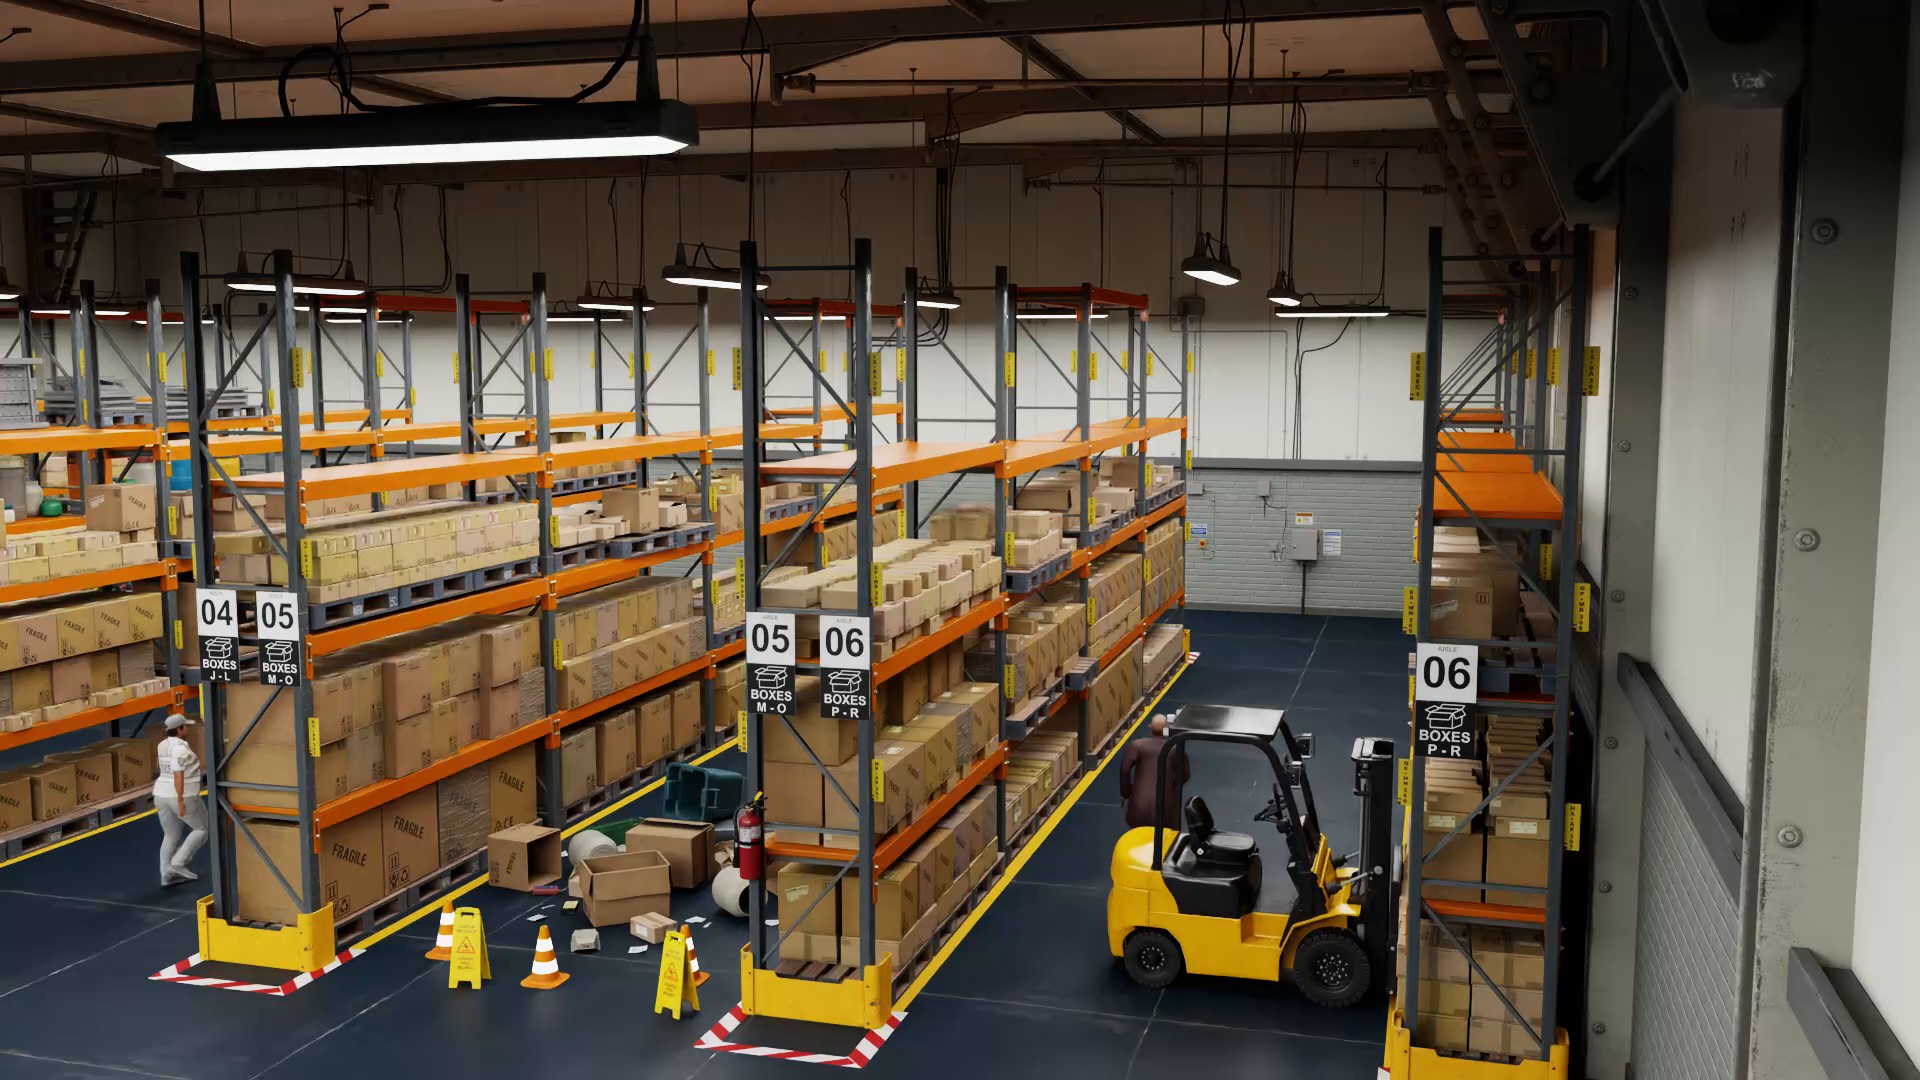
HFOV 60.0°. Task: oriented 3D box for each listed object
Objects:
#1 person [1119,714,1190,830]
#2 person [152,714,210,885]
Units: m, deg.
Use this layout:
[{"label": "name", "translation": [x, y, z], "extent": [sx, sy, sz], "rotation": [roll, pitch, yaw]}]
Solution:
[{"label": "person", "translation": [1.879, 2.536, 16.124], "extent": [0.661, 1.682, 0.837], "rotation": [2, 7, 16]}, {"label": "person", "translation": [-7.628, 2.528, 16.236], "extent": [0.546, 1.653, 0.503], "rotation": [3, 7, 25]}]
